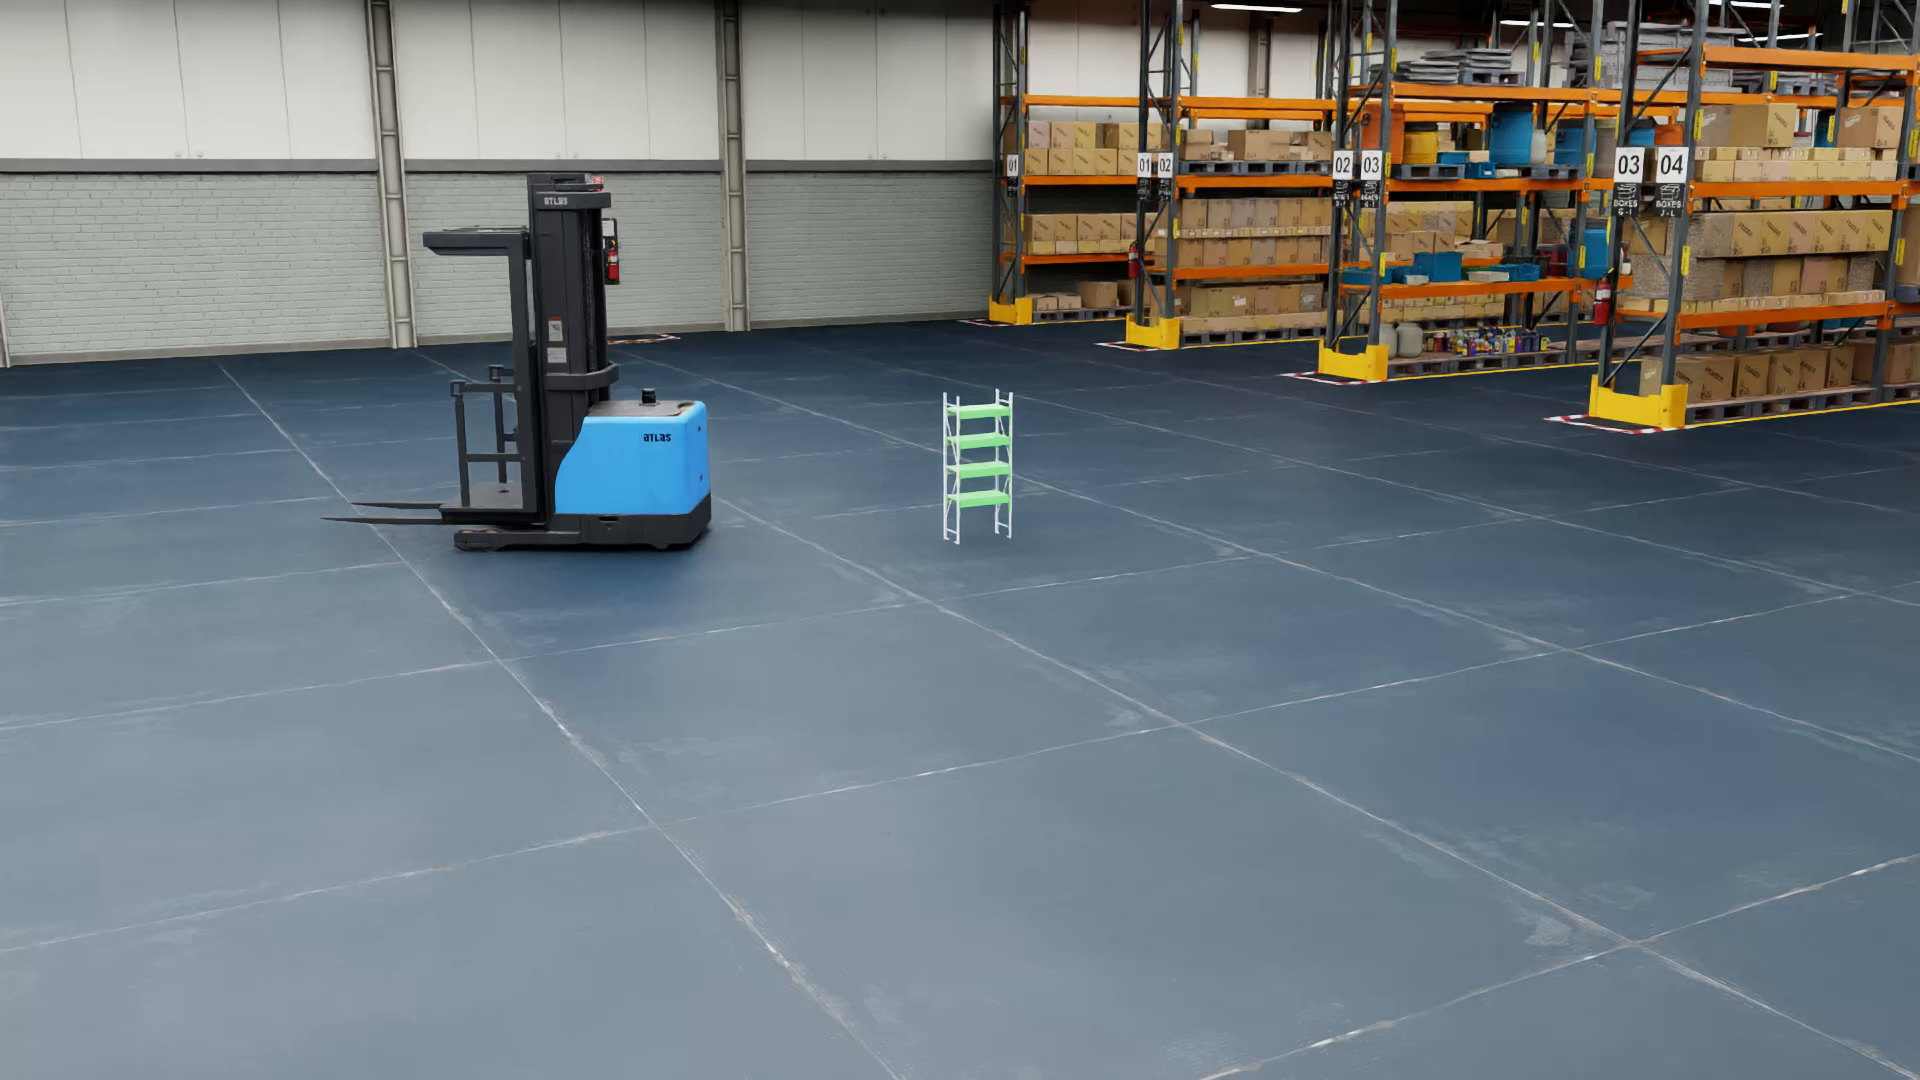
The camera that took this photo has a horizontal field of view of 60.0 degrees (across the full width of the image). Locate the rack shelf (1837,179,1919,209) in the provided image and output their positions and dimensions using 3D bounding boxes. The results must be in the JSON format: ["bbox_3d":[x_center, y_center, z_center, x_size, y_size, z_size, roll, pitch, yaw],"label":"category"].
[{"bbox_3d":[13.312,-4.631,22.160,4.000,0.370,1.077,-7,14,-28],"label":"rack shelf"}]

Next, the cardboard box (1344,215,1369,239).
[{"bbox_3d":[8.496,-6.798,36.032,0.500,0.500,0.500,-6,14,-26],"label":"cardboard box"}]

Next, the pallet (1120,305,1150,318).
[{"bbox_3d":[3.864,-4.734,34.162,1.213,0.211,1.003,-7,14,-28],"label":"pallet"}]

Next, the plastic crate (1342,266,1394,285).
[{"bbox_3d":[5.968,-3.879,24.353,0.616,0.251,0.499,-7,14,-28],"label":"plastic crate"}]

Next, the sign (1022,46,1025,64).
[{"bbox_3d":[1.185,-9.067,31.096,0.005,0.325,0.100,-7,14,-28],"label":"sign"}]

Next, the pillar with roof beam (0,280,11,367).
[{"bbox_3d":[-12.611,-6.195,20.639,0.400,9.000,9.100,-7,14,-28],"label":"pillar with roof beam"}]

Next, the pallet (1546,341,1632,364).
[{"bbox_3d":[9.854,-2.992,26.423,1.213,0.211,1.003,-7,14,-28],"label":"pallet"}]

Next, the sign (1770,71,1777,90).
[{"bbox_3d":[12.964,-7.347,26.495,0.005,0.325,0.100,-7,14,-28],"label":"sign"}]

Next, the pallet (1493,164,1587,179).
[{"bbox_3d":[8.597,-5.539,24.987,1.003,0.211,1.213,-7,14,-28],"label":"pallet"}]

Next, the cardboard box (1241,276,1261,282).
[{"bbox_3d":[5.971,-5.357,35.273,0.500,0.500,0.700,-7,14,-27],"label":"cardboard box"}]

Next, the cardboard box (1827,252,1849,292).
[{"bbox_3d":[10.676,-3.420,21.071,0.500,0.500,0.875,-7,14,-28],"label":"cardboard box"}]

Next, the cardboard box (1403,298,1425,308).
[{"bbox_3d":[8.191,-4.456,30.607,0.500,0.311,0.500,-7,15,-30],"label":"cardboard box"}]

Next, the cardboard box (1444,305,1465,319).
[{"bbox_3d":[9.085,-4.292,31.154,0.500,0.250,0.500,-6,14,-27],"label":"cardboard box"}]

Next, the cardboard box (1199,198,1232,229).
[{"bbox_3d":[4.223,-5.587,28.419,0.500,0.500,0.700,-7,15,-29],"label":"cardboard box"}]

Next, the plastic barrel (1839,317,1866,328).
[{"bbox_3d":[15.719,-4.231,29.401,0.708,0.901,0.600,-7,14,-28],"label":"plastic barrel"}]

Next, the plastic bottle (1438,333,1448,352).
[{"bbox_3d":[7.360,-3.009,25.334,0.133,0.283,0.061,-7,14,-28],"label":"plastic bottle"}]

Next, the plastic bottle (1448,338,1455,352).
[{"bbox_3d":[7.506,-2.982,25.401,0.097,0.201,0.097,0,13,0],"label":"plastic bottle"}]

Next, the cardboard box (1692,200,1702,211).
[{"bbox_3d":[14.836,-6.645,33.800,0.500,0.500,0.500,-7,15,-30],"label":"cardboard box"}]

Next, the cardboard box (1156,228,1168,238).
[{"bbox_3d":[3.546,-5.239,28.350,0.250,0.149,0.380,-7,15,-29],"label":"cardboard box"}]

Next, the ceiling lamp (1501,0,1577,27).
[{"bbox_3d":[12.070,-12.159,33.847,2.000,3.185,0.800,-7,14,-28],"label":"ceiling lamp"}]

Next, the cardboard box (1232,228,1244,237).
[{"bbox_3d":[4.655,-5.270,28.491,0.250,0.149,0.380,-7,15,-30],"label":"cardboard box"}]

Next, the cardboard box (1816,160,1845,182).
[{"bbox_3d":[10.373,-4.492,20.248,0.500,0.250,0.500,-7,14,-28],"label":"cardboard box"}]

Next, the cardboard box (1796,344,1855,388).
[{"bbox_3d":[11.186,-2.259,21.551,0.500,0.500,0.500,-7,15,-30],"label":"cardboard box"}]

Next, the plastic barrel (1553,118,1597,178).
[{"bbox_3d":[9.525,-6.066,25.756,0.708,0.901,0.600,-7,14,-28],"label":"plastic barrel"}]

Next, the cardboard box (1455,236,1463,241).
[{"bbox_3d":[11.087,-6.779,37.426,0.250,0.149,0.380,-7,14,-27],"label":"cardboard box"}]

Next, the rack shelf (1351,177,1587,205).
[{"bbox_3d":[7.428,-5.164,24.531,4.000,0.370,1.077,-7,14,-28],"label":"rack shelf"}]

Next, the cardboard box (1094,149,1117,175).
[{"bbox_3d":[2.741,-7.425,32.665,0.500,0.500,0.500,-6,14,-24],"label":"cardboard box"}]

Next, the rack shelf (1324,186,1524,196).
[{"bbox_3d":[8.568,-6.540,30.644,4.000,0.370,1.077,-7,14,-28],"label":"rack shelf"}]

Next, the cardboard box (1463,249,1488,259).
[{"bbox_3d":[9.667,-5.368,31.200,0.250,0.149,0.380,-7,14,-28],"label":"cardboard box"}]

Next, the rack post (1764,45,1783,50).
[{"bbox_3d":[13.331,-7.962,27.319,0.986,0.289,0.624,-7,14,-28],"label":"rack post"}]

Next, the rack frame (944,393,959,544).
[{"bbox_3d":[-0.069,-0.577,13.441,0.015,1.200,0.240,-7,14,-28],"label":"rack frame"}]

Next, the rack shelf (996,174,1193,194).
[{"bbox_3d":[2.681,-7.074,33.015,4.000,0.370,1.077,-7,14,-28],"label":"rack shelf"}]

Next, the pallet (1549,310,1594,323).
[{"bbox_3d":[12.067,-4.476,33.019,1.213,0.211,1.003,-7,14,-28],"label":"pallet"}]

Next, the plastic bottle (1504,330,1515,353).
[{"bbox_3d":[8.304,-3.007,25.171,0.185,0.351,0.144,-7,14,-28],"label":"plastic bottle"}]

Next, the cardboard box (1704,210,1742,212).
[{"bbox_3d":[9.286,-3.780,20.391,0.500,0.500,0.500,-7,14,-28],"label":"cardboard box"}]

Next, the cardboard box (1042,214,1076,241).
[{"bbox_3d":[1.927,-6.096,32.451,0.500,0.500,0.500,-7,14,-28],"label":"cardboard box"}]

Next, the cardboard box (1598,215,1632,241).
[{"bbox_3d":[13.312,-6.306,33.613,0.700,0.500,0.500,11,17,41],"label":"cardboard box"}]

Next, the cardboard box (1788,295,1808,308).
[{"bbox_3d":[10.185,-2.951,20.462,0.250,0.149,0.380,-7,14,-28],"label":"cardboard box"}]

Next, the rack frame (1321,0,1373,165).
[{"bbox_3d":[6.813,-8.144,29.301,0.127,3.000,1.000,-7,14,-28],"label":"rack frame"}]

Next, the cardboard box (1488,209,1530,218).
[{"bbox_3d":[12.585,-7.289,38.483,0.700,0.700,0.980,-7,15,-29],"label":"cardboard box"}]

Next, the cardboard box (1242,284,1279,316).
[{"bbox_3d":[5.197,-4.197,29.023,0.500,0.500,0.500,-7,14,-28],"label":"cardboard box"}]

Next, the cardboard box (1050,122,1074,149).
[{"bbox_3d":[1.844,-7.797,32.041,0.500,0.500,0.500,-7,14,-29],"label":"cardboard box"}]

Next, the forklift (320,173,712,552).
[{"bbox_3d":[-3.629,-1.453,13.389,3.031,2.935,1.130,0,13,2],"label":"forklift"}]

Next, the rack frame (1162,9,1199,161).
[{"bbox_3d":[4.436,-9.098,33.541,0.127,3.000,1.000,-7,14,-28],"label":"rack frame"}]

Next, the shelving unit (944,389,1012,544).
[{"bbox_3d":[0.145,-0.603,13.555,0.503,1.200,0.258,-7,14,-28],"label":"shelving unit"}]

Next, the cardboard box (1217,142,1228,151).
[{"bbox_3d":[4.674,-6.720,28.733,0.500,0.311,0.500,-5,14,-21],"label":"cardboard box"}]

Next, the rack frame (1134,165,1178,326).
[{"bbox_3d":[3.302,-4.796,28.090,0.127,3.000,1.000,-7,14,-28],"label":"rack frame"}]

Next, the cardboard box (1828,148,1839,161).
[{"bbox_3d":[10.461,-4.702,20.273,0.250,0.149,0.380,-6,14,-26],"label":"cardboard box"}]

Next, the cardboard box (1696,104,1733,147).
[{"bbox_3d":[9.285,-5.000,20.119,0.500,0.500,0.500,-7,14,-28],"label":"cardboard box"}]

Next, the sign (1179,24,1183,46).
[{"bbox_3d":[3.562,-8.149,26.833,0.005,0.325,0.100,-7,14,-28],"label":"sign"}]

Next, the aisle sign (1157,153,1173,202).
[{"bbox_3d":[3.391,-5.999,27.512,0.004,0.787,0.394,-7,14,-28],"label":"aisle sign"}]

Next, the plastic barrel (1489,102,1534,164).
[{"bbox_3d":[8.258,-6.091,24.912,0.708,0.901,0.600,-7,14,-28],"label":"plastic barrel"}]

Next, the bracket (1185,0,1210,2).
[{"bbox_3d":[3.921,-10.920,33.439,4.783,0.066,0.076,-7,14,-28],"label":"bracket"}]

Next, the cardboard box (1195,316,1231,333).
[{"bbox_3d":[4.316,-3.727,28.643,0.500,0.250,0.500,-7,14,-28],"label":"cardboard box"}]

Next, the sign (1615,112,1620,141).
[{"bbox_3d":[7.797,-4.891,19.664,0.005,0.325,0.100,-7,14,-28],"label":"sign"}]

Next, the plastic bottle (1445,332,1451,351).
[{"bbox_3d":[7.430,-3.041,25.491,0.135,0.276,0.152,-7,15,-29],"label":"plastic bottle"}]

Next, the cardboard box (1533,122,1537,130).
[{"bbox_3d":[10.710,-7.683,31.578,0.500,0.500,0.500,-7,14,-28],"label":"cardboard box"}]
